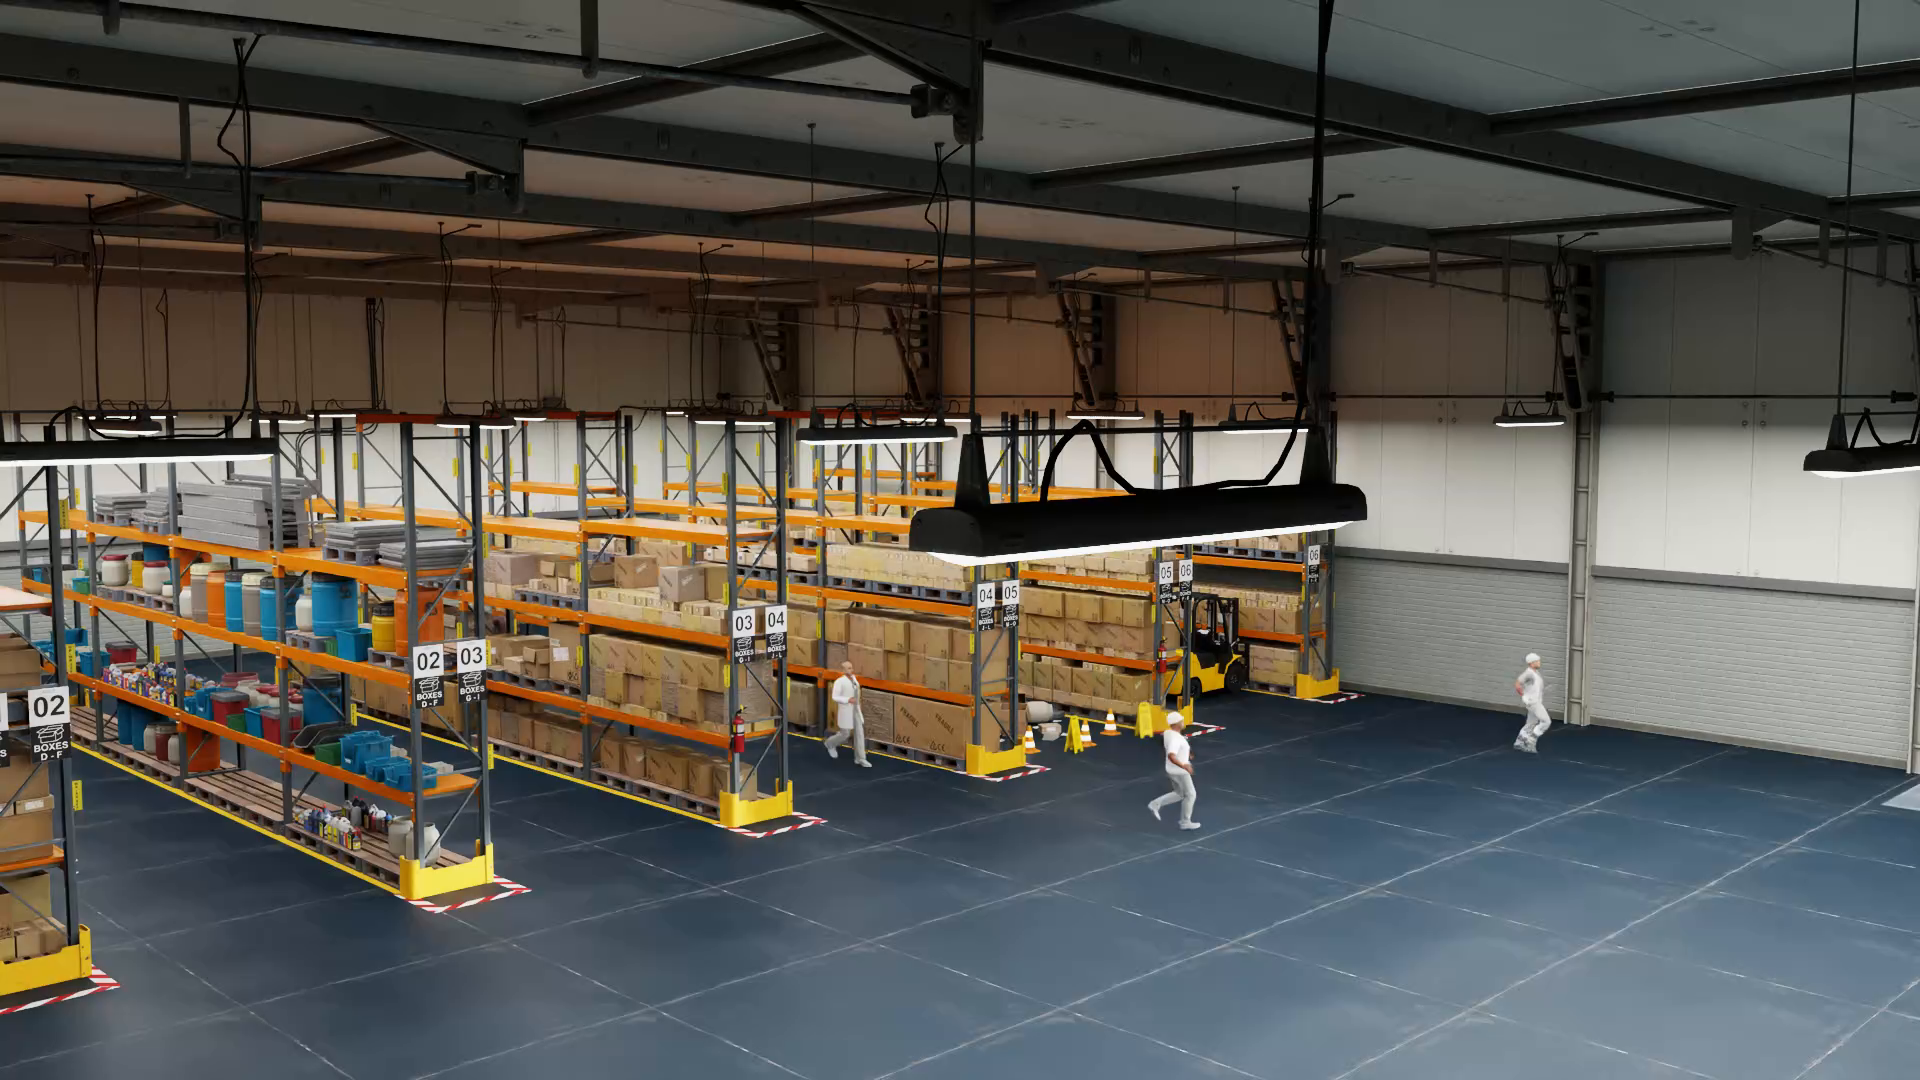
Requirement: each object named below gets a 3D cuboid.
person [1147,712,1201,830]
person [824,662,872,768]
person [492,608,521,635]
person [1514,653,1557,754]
[{"bbox_3d":[3.139,3.365,24.253,0.770,1.729,0.709,0,5,-6],"label":"person"},{"bbox_3d":[-1.915,2.965,28.452,1.037,1.776,0.712,4,7,41],"label":"person"},{"bbox_3d":[-9.877,2.309,36.212,0.793,1.845,0.686,4,6,39],"label":"person"},{"bbox_3d":[10.154,2.888,29.346,0.691,1.769,0.649,2,5,26],"label":"person"}]
